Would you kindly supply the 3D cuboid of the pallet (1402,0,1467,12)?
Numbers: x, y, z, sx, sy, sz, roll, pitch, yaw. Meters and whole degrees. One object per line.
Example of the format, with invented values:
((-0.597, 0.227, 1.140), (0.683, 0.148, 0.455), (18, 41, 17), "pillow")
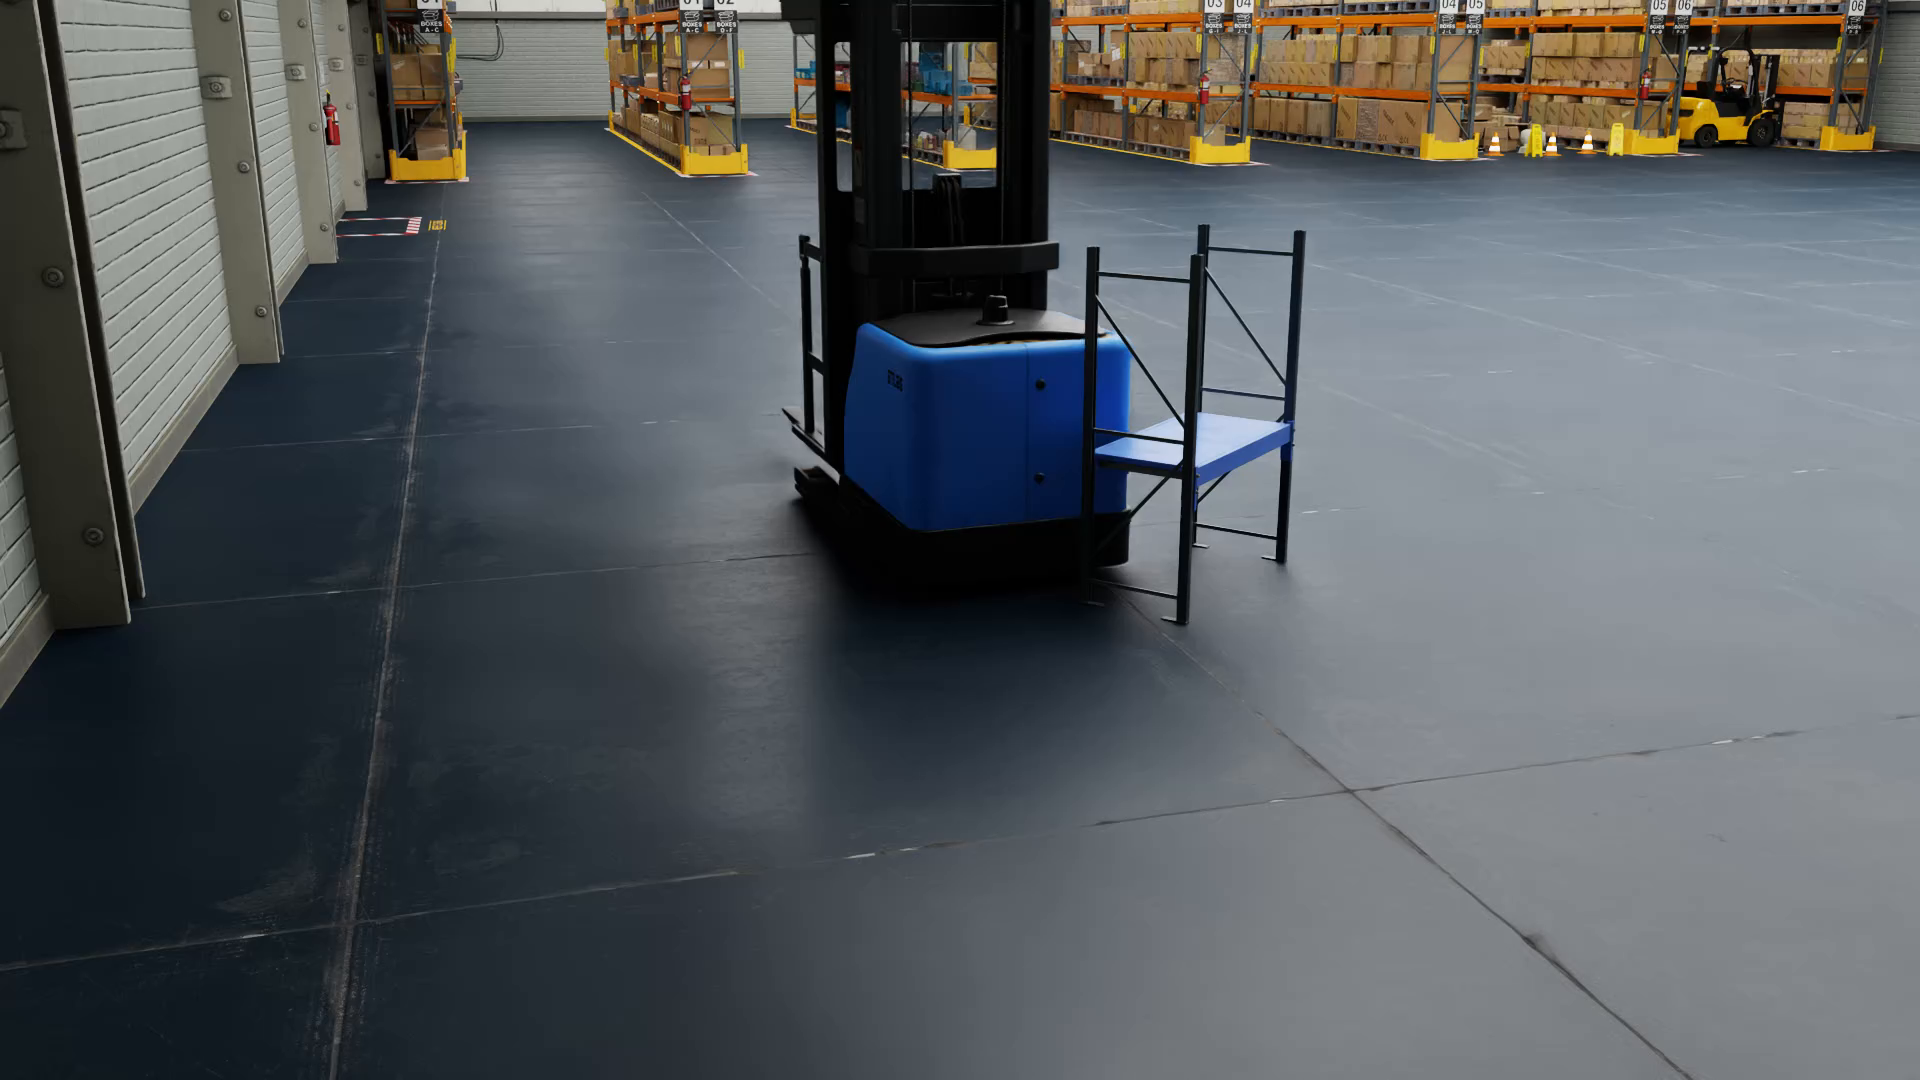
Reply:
((9.691, -10.787, 33.590), (1.003, 0.211, 1.213), (-5, 17, -15), "pallet")

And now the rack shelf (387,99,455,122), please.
((-9.730, -7.859, 30.150), (1.077, 0.370, 4.000), (-5, 17, -15), "rack shelf")

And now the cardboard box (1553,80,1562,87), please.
((13.571, -10.274, 37.377), (0.380, 0.149, 0.250), (-4, 17, -14), "cardboard box")

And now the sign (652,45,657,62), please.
((-6.036, -9.620, 32.889), (0.100, 0.325, 0.005), (-5, 17, -15), "sign")

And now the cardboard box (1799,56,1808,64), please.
((18.875, -10.648, 36.886), (0.380, 0.149, 0.250), (-5, 17, -16), "cardboard box")

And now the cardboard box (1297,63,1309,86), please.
((8.127, -10.746, 38.339), (0.500, 0.500, 0.500), (-5, 17, -15), "cardboard box")

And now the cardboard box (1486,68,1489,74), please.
((12.890, -11.280, 39.998), (0.380, 0.149, 0.250), (-5, 18, -17), "cardboard box")

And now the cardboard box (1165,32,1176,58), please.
((4.441, -9.903, 33.277), (0.500, 0.500, 0.500), (-5, 17, -15), "cardboard box")

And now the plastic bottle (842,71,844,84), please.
((-2.776, -11.072, 39.802), (0.061, 0.283, 0.133), (-5, 17, -15), "plastic bottle")

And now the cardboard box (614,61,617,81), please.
((-8.529, -11.953, 42.356), (0.500, 0.500, 0.500), (-4, 17, -15), "cardboard box")

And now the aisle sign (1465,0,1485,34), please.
((10.213, -10.438, 32.968), (0.394, 0.787, 0.004), (-5, 17, -15), "aisle sign")

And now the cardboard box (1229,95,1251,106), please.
((7.117, -11.072, 41.910), (0.500, 0.250, 0.500), (-4, 17, -14), "cardboard box")

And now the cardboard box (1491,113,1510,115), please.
((12.997, -10.193, 40.509), (0.950, 0.372, 0.625), (-4, 17, -13), "cardboard box")

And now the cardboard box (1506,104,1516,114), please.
((16.156, -12.436, 48.082), (0.500, 0.311, 0.500), (-4, 17, -13), "cardboard box")

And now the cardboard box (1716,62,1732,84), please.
((18.180, -11.013, 39.226), (0.500, 0.500, 0.500), (-5, 17, -17), "cardboard box")

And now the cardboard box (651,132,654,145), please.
((-6.188, -8.407, 34.774), (0.500, 0.250, 0.500), (-4, 17, -14), "cardboard box")

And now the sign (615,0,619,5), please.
((-8.235, -13.001, 39.907), (0.100, 0.325, 0.005), (-5, 17, -15), "sign")

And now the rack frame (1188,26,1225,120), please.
((6.607, -12.508, 44.379), (1.000, 3.000, 0.127), (-5, 17, -15), "rack frame")

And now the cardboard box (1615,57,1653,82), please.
((14.222, -9.927, 35.095), (0.500, 0.500, 0.500), (-5, 17, -16), "cardboard box")

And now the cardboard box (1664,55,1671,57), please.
((17.622, -11.895, 41.035), (0.380, 0.149, 0.250), (-5, 17, -15), "cardboard box")

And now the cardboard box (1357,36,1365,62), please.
((9.137, -10.637, 36.010), (0.875, 0.550, 0.550), (-5, 17, -15), "cardboard box")

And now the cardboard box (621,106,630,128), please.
((-8.145, -10.511, 41.309), (0.500, 0.500, 0.500), (-5, 17, -15), "cardboard box")

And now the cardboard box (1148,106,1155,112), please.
((5.544, -12.207, 47.085), (0.380, 0.149, 0.250), (-4, 17, -14), "cardboard box")

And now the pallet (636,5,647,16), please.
((-6.344, -11.421, 35.873), (1.213, 0.211, 1.003), (-4, 17, -13), "pallet")

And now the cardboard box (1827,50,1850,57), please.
((19.107, -10.585, 36.158), (0.380, 0.149, 0.250), (-5, 17, -15), "cardboard box")

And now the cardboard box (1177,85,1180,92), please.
((4.562, -9.044, 33.283), (0.380, 0.149, 0.250), (-5, 17, -15), "cardboard box")

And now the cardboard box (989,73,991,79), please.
((0.989, -12.508, 44.815), (0.380, 0.149, 0.250), (-4, 17, -14), "cardboard box")

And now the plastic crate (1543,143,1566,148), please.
((13.180, -8.817, 37.166), (0.402, 0.080, 0.583), (-12, 20, -34), "plastic crate")

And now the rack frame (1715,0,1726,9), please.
((18.309, -13.981, 38.855), (1.000, 3.000, 0.127), (-5, 17, -15), "rack frame")

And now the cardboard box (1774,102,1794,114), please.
((18.687, -9.747, 37.498), (0.500, 0.250, 0.500), (-4, 17, -15), "cardboard box")

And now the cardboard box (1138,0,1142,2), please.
((3.940, -11.304, 34.725), (0.380, 0.149, 0.250), (-6, 18, -18), "cardboard box")

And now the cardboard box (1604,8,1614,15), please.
((14.010, -11.284, 35.526), (0.380, 0.149, 0.250), (-5, 17, -16), "cardboard box")

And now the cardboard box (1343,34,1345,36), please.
((10.834, -14.045, 46.455), (0.380, 0.149, 0.250), (-5, 17, -16), "cardboard box")

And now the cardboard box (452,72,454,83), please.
((-9.284, -8.384, 29.570), (0.500, 0.500, 0.500), (-5, 18, -17), "cardboard box")

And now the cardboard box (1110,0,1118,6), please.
((3.715, -12.017, 36.619), (0.797, 0.503, 0.637), (-4, 17, -13), "cardboard box")

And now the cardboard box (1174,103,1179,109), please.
((6.075, -11.843, 45.354), (0.380, 0.149, 0.250), (-5, 17, -16), "cardboard box")

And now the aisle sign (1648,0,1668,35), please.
((14.375, -10.813, 34.217), (0.394, 0.787, 0.004), (-5, 17, -15), "aisle sign")

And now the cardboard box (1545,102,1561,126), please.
((13.598, -9.626, 37.531), (0.500, 0.500, 0.500), (-4, 17, -13), "cardboard box")

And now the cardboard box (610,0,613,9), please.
((-8.517, -13.495, 41.840), (0.500, 0.250, 0.500), (-5, 17, -15), "cardboard box")

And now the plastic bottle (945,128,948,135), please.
((-0.247, -8.273, 34.120), (0.144, 0.351, 0.185), (-6, 18, -18), "plastic bottle")

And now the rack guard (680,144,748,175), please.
((-4.411, -6.839, 29.850), (1.175, 0.500, 0.348), (-5, 17, -15), "rack guard")

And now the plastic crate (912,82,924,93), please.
((-0.652, -9.040, 33.202), (0.450, 0.188, 0.662), (-5, 17, -15), "plastic crate")

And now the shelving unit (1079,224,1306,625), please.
((1.002, -0.537, 7.132), (0.538, 1.500, 1.048), (11, 20, 32), "shelving unit")

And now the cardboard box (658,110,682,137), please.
((-5.691, -8.239, 32.914), (0.500, 0.500, 0.500), (-5, 17, -15), "cardboard box")

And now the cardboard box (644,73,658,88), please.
((-6.557, -9.950, 36.017), (0.500, 0.311, 0.500), (-5, 17, -16), "cardboard box")

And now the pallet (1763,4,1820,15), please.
((18.900, -11.932, 37.399), (1.003, 0.211, 1.213), (-5, 17, -15), "pallet")

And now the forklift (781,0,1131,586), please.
((-0.218, -1.592, 8.158), (1.130, 2.935, 3.031), (-6, 18, -19), "forklift")

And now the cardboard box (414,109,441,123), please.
((-10.622, -8.453, 33.155), (0.500, 0.250, 0.500), (-5, 17, -16), "cardboard box")

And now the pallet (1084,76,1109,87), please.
((3.493, -10.401, 37.699), (1.003, 0.211, 1.213), (-5, 17, -15), "pallet")

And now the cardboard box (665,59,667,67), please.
((-5.561, -9.349, 32.559), (0.380, 0.149, 0.250), (-4, 17, -14), "cardboard box")

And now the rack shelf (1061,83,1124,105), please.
((3.459, -10.140, 37.745), (1.077, 0.370, 4.000), (-5, 17, -15), "rack shelf")

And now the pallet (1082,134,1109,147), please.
((3.454, -9.149, 38.043), (1.003, 0.211, 1.213), (-5, 17, -15), "pallet")

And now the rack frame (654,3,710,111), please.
((-5.517, -9.149, 33.196), (1.000, 3.000, 0.127), (-5, 17, -15), "rack frame")
